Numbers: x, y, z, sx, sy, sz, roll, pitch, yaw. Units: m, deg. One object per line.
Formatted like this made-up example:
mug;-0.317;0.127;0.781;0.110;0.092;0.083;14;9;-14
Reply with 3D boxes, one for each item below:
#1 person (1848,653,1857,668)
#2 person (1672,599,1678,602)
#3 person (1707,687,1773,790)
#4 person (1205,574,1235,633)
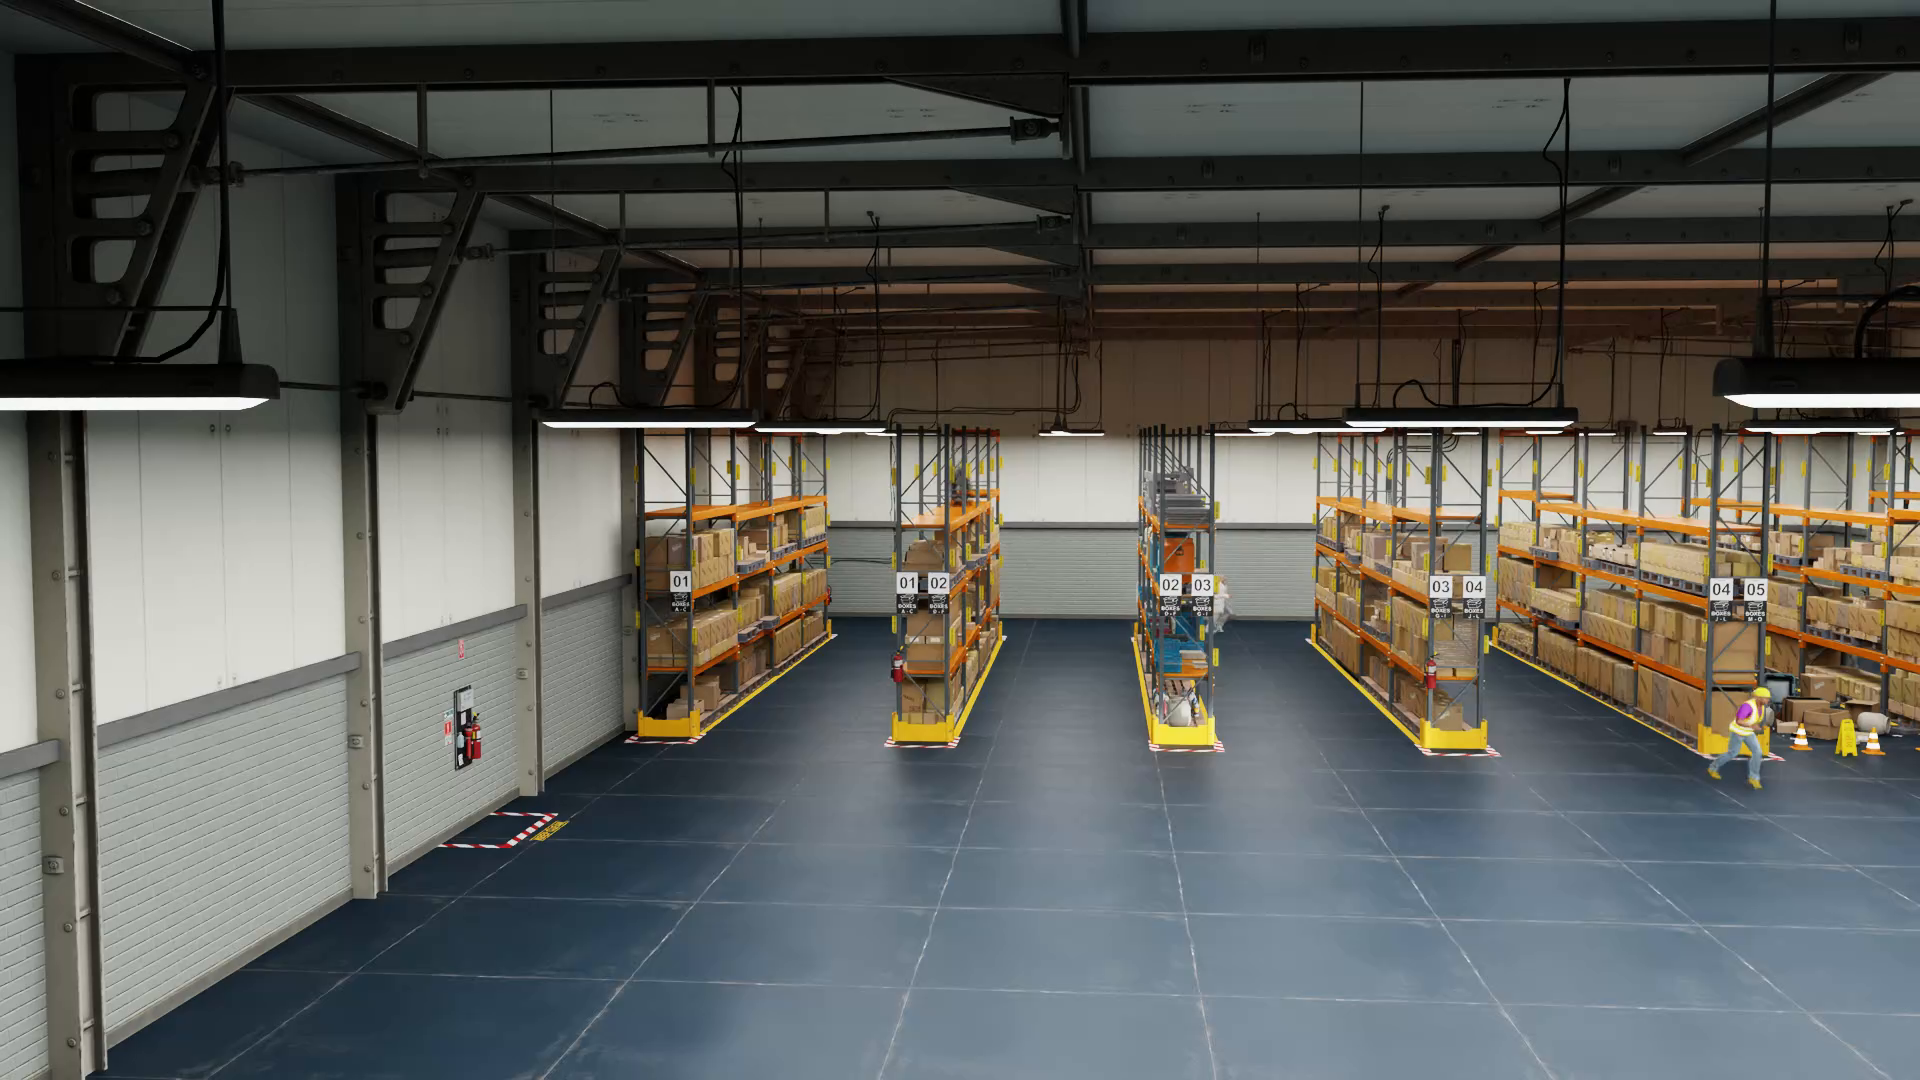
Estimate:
person;21.884;2.372;41.072;0.601;1.745;0.752;0;3;-6
person;20.539;1.973;47.404;0.627;1.741;0.654;0;3;-7
person;12.870;3.243;27.428;0.747;1.718;1.047;-3;4;-37
person;7.677;1.861;48.873;0.897;1.736;0.731;2;4;32
